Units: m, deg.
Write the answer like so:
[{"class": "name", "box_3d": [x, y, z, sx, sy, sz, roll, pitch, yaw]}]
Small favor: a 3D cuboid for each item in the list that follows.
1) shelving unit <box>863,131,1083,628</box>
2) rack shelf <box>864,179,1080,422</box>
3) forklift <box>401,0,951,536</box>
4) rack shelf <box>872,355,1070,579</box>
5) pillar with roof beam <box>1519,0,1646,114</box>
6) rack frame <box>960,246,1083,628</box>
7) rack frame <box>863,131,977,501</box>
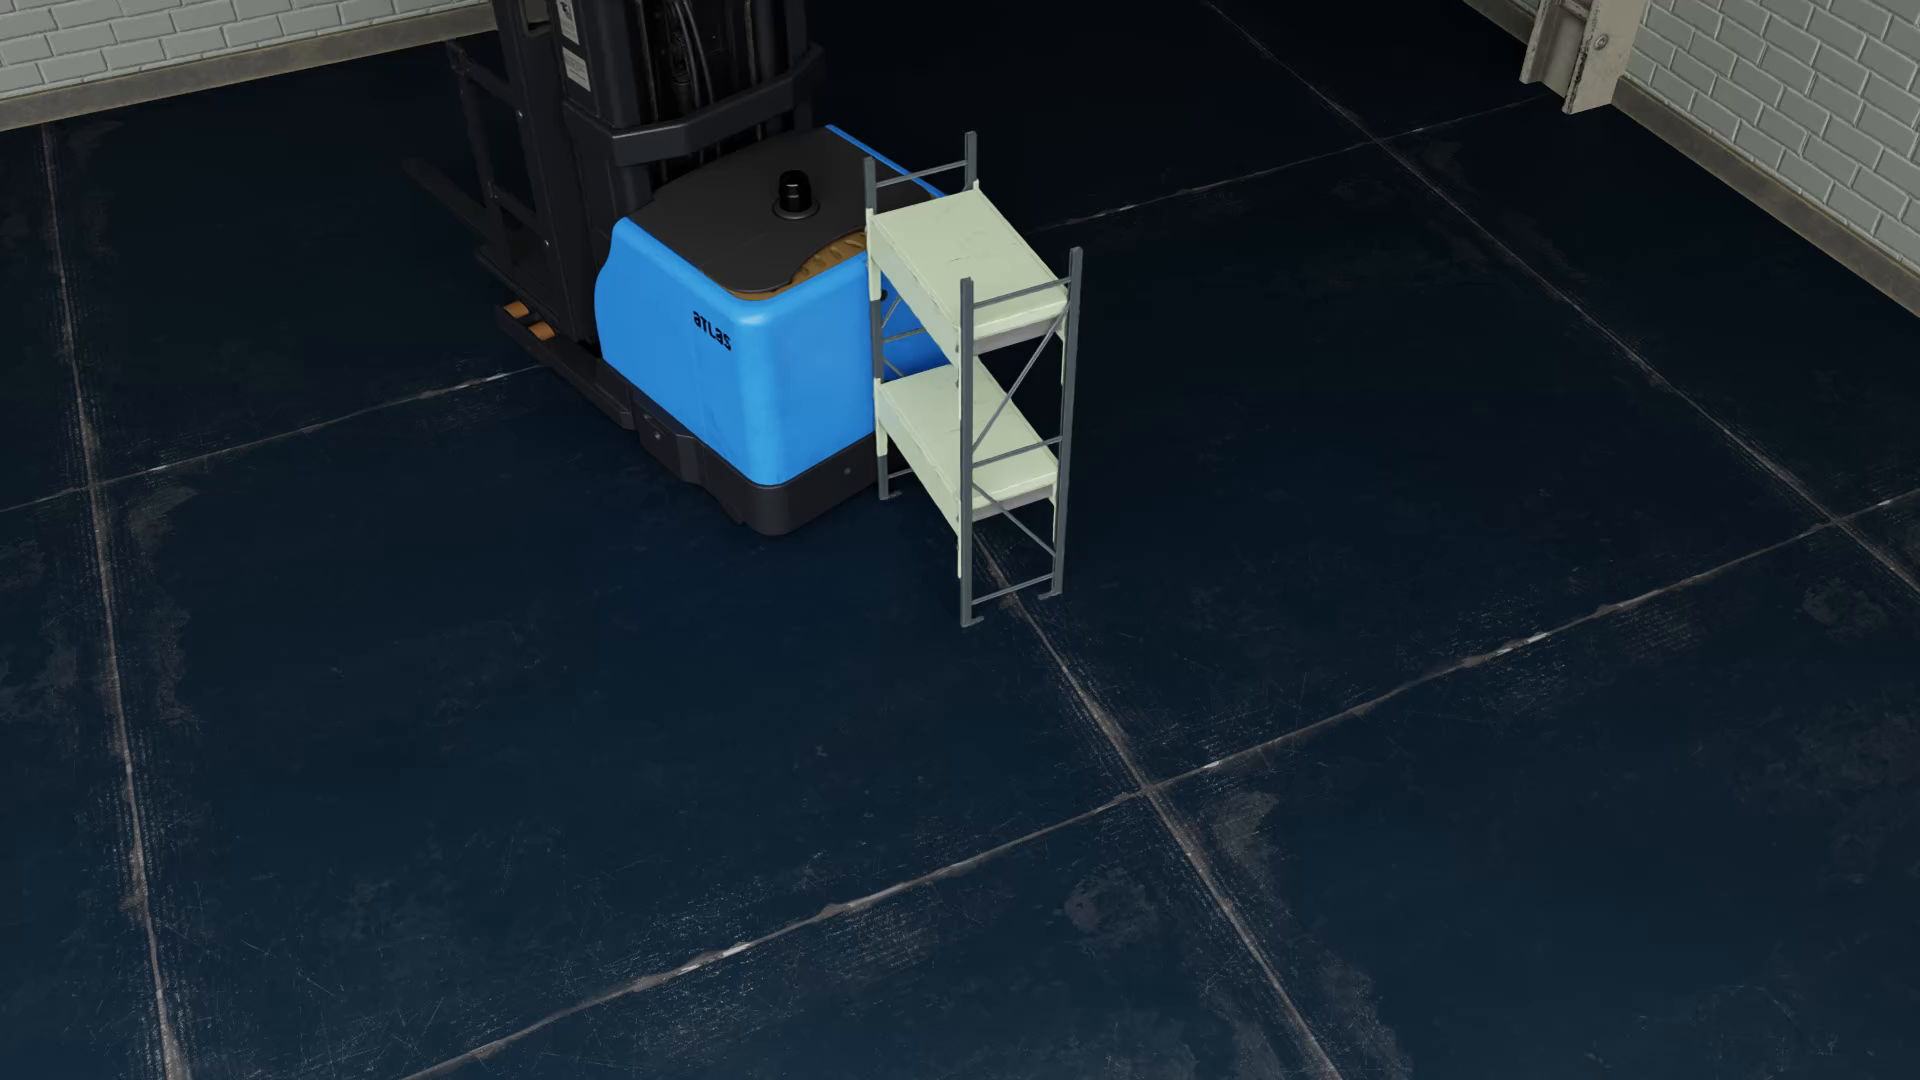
[{"class": "shelving unit", "box_3d": [0.029, -0.518, 5.707, 0.431, 1.500, 0.755, -18, 48, -18]}, {"class": "rack shelf", "box_3d": [0.029, -0.796, 5.433, 0.431, 0.370, 0.720, -18, 48, -18]}, {"class": "forklift", "box_3d": [-1.329, -2.011, 6.201, 1.130, 2.935, 3.031, -33, 53, -29]}, {"class": "rack shelf", "box_3d": [0.029, -0.286, 5.936, 0.431, 0.370, 0.720, -18, 48, -18]}, {"class": "pillar with roof beam", "box_3d": [-0.764, -4.261, 4.162, 9.100, 9.000, 0.400, -18, 47, -17]}, {"class": "rack frame", "box_3d": [0.186, -0.286, 5.472, 0.400, 1.500, 0.023, -18, 48, -18]}, {"class": "rack frame", "box_3d": [-0.129, -0.750, 5.942, 0.400, 1.500, 0.023, -18, 48, -18]}]
